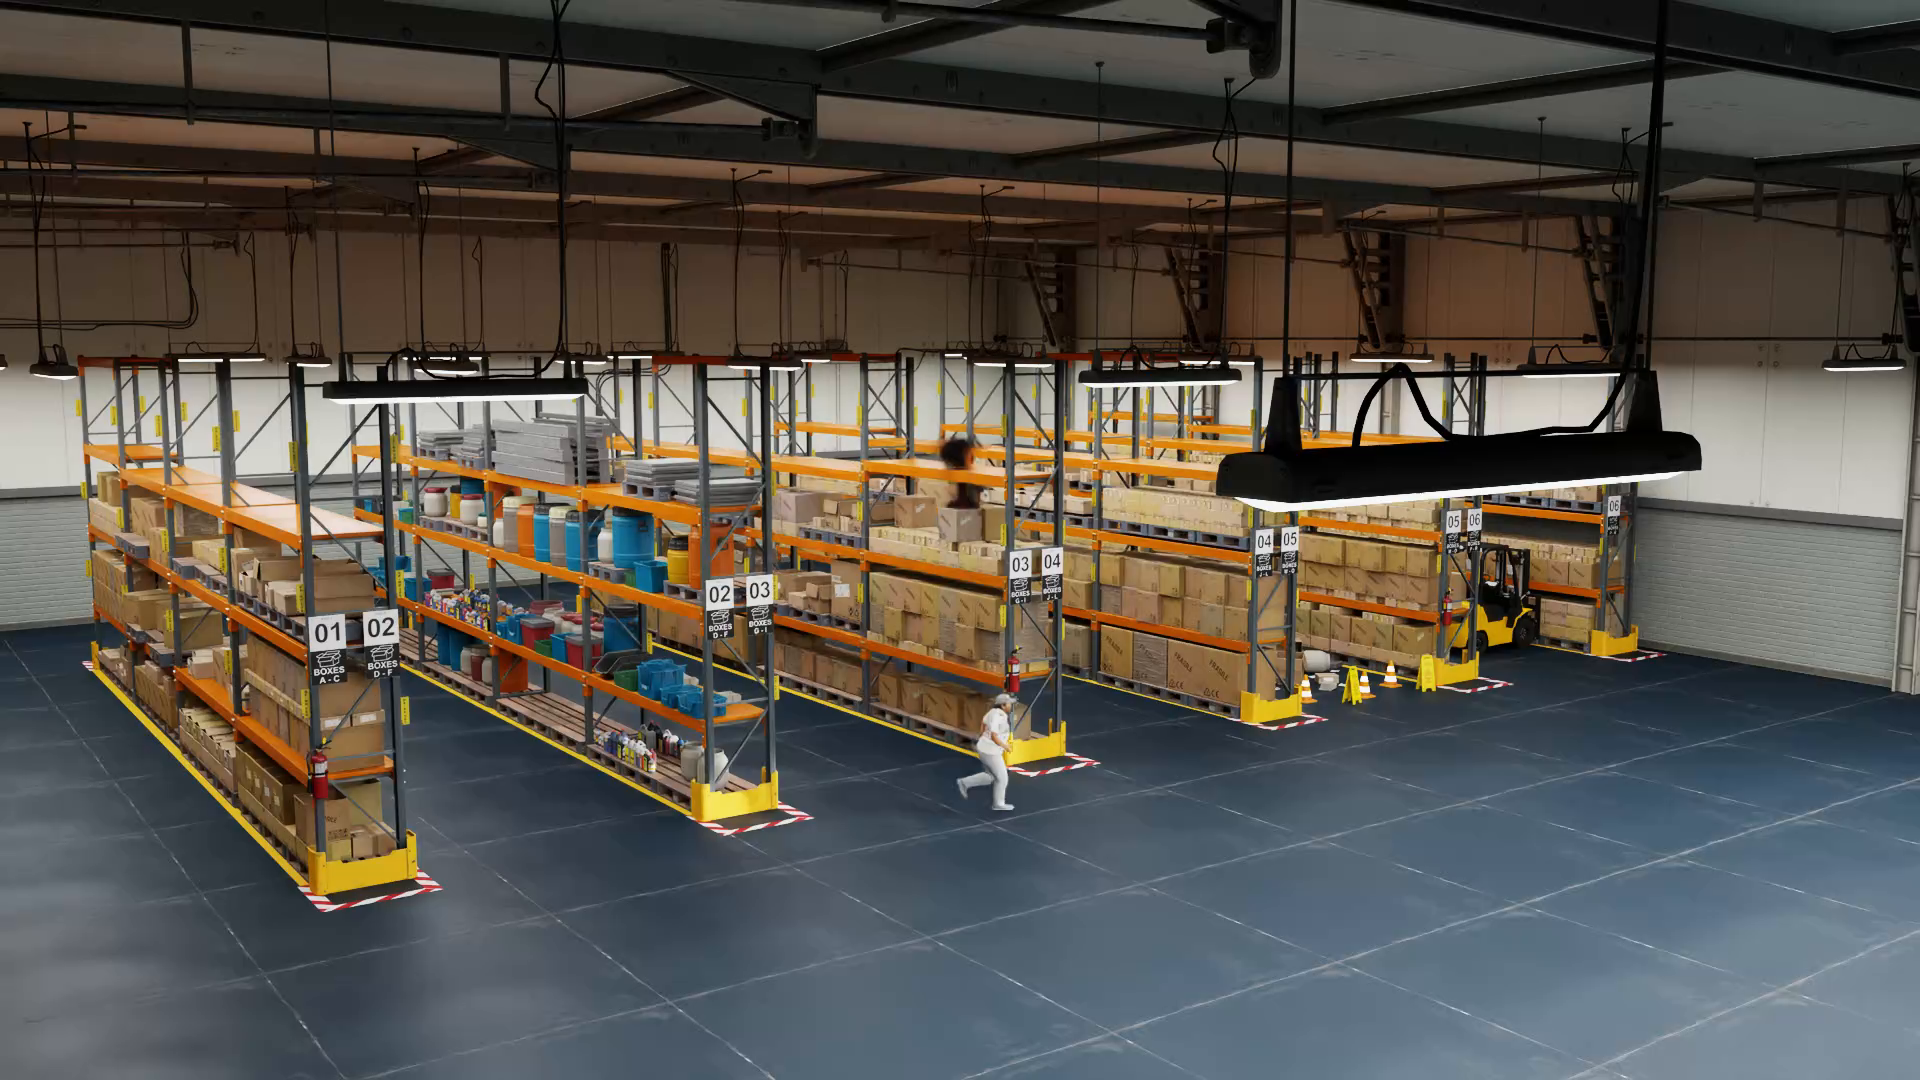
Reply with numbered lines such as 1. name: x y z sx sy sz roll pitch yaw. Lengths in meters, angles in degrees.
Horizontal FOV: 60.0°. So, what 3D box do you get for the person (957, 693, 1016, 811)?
1. person: 0.366 2.851 22.233 0.774 1.623 0.595 0 7 0
